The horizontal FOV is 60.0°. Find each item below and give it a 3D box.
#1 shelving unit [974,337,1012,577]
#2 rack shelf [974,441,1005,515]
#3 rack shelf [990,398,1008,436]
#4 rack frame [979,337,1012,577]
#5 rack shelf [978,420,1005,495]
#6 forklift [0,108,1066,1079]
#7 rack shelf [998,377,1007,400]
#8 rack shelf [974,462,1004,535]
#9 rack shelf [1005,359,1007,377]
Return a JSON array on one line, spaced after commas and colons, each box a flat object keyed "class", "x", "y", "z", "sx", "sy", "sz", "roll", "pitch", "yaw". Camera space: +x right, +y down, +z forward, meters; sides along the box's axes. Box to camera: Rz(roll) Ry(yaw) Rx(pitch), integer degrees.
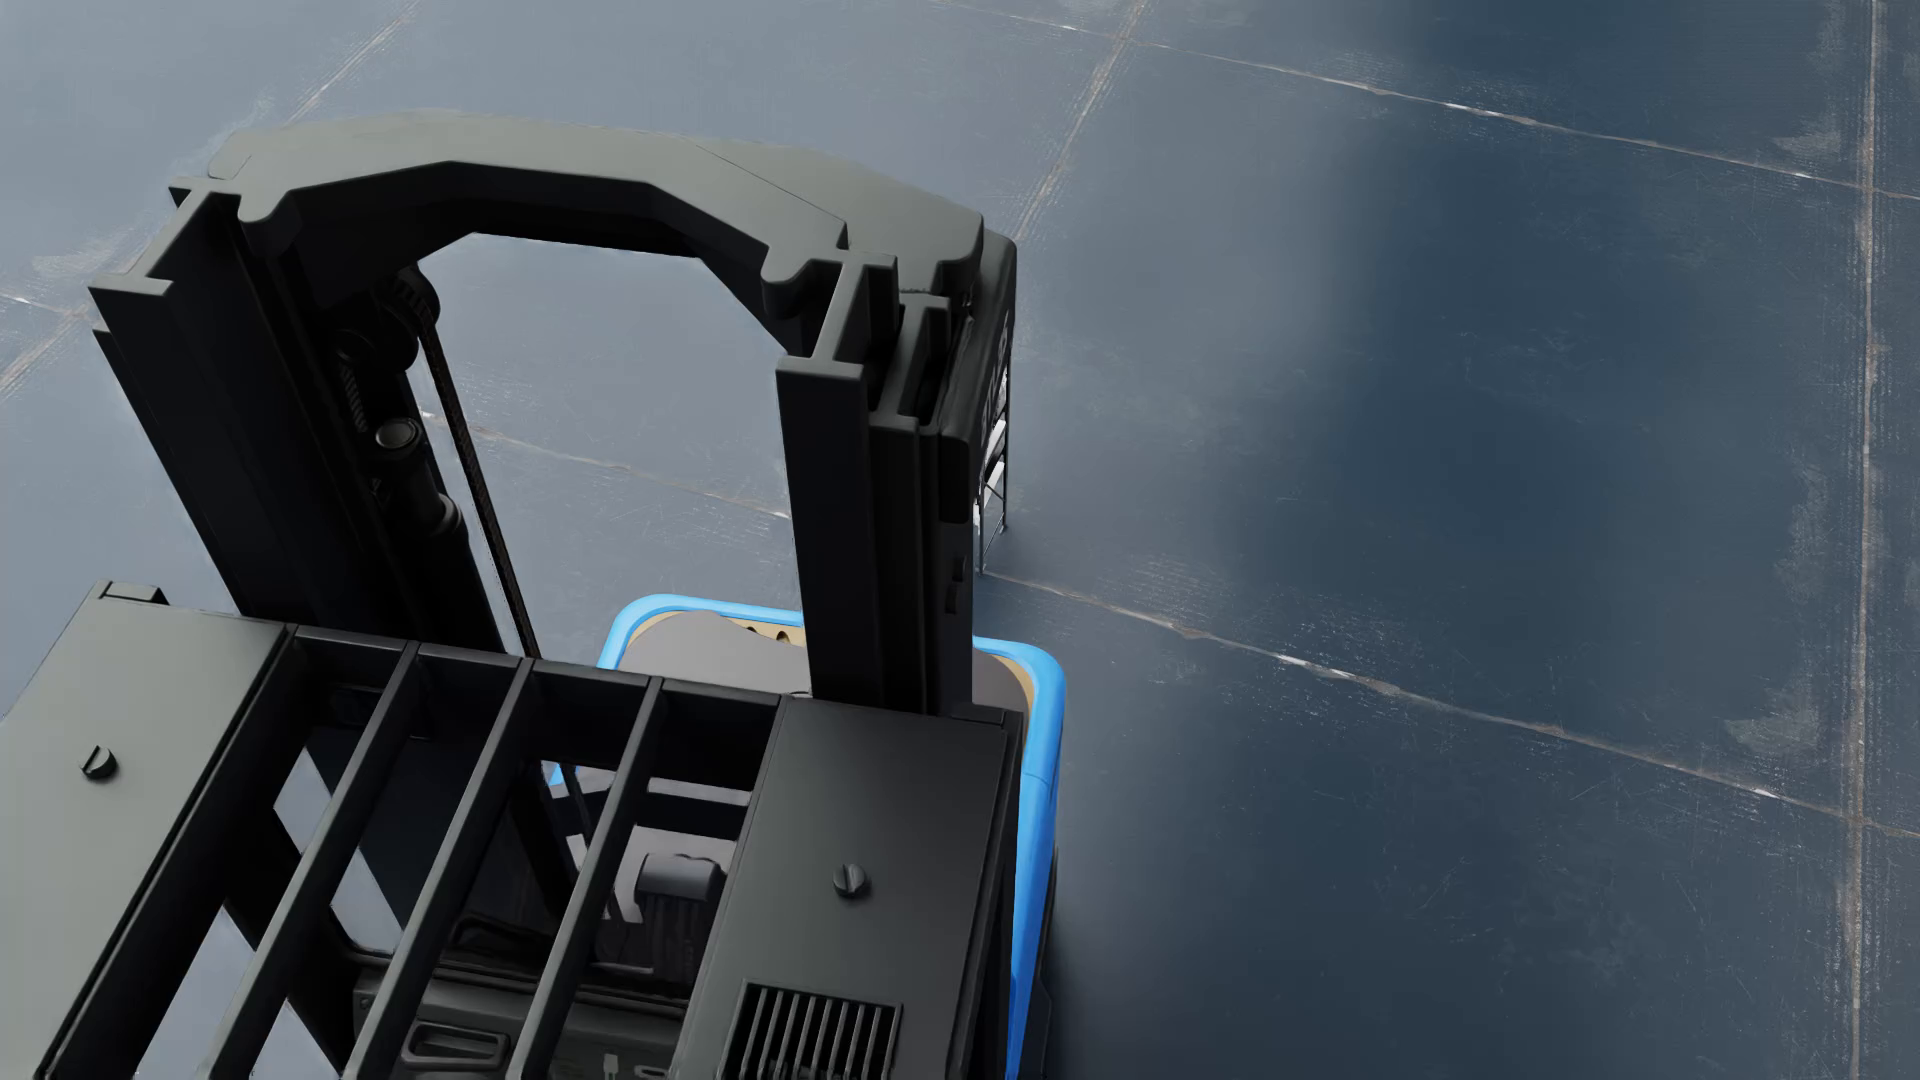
[{"class": "shelving unit", "x": 0.008, "y": -0.293, "z": 4.908, "sx": 0.210, "sy": 0.900, "sz": 0.258, "roll": 16, "pitch": 51, "yaw": 13}, {"class": "rack shelf", "x": 0.008, "y": -0.212, "z": 5.001, "sx": 0.200, "sy": 0.077, "sz": 0.258, "roll": 16, "pitch": 51, "yaw": 13}, {"class": "rack shelf", "x": 0.008, "y": -0.330, "z": 4.865, "sx": 0.200, "sy": 0.077, "sz": 0.258, "roll": 16, "pitch": 51, "yaw": 13}, {"class": "rack frame", "x": 0.103, "y": -0.266, "z": 4.885, "sx": 0.006, "sy": 0.900, "sz": 0.240, "roll": 16, "pitch": 51, "yaw": 13}, {"class": "rack shelf", "x": 0.008, "y": -0.271, "z": 4.933, "sx": 0.200, "sy": 0.077, "sz": 0.258, "roll": 16, "pitch": 51, "yaw": 13}, {"class": "forklift", "x": -0.516, "y": 1.015, "z": 2.431, "sx": 1.130, "sy": 2.935, "sz": 3.031, "roll": 8, "pitch": 50, "yaw": 6}, {"class": "rack shelf", "x": 0.008, "y": -0.389, "z": 4.797, "sx": 0.200, "sy": 0.077, "sz": 0.258, "roll": 16, "pitch": 51, "yaw": 13}, {"class": "rack shelf", "x": 0.008, "y": -0.153, "z": 5.069, "sx": 0.200, "sy": 0.077, "sz": 0.258, "roll": 16, "pitch": 51, "yaw": 13}, {"class": "rack shelf", "x": 0.008, "y": -0.448, "z": 4.729, "sx": 0.200, "sy": 0.077, "sz": 0.258, "roll": 16, "pitch": 51, "yaw": 13}]
